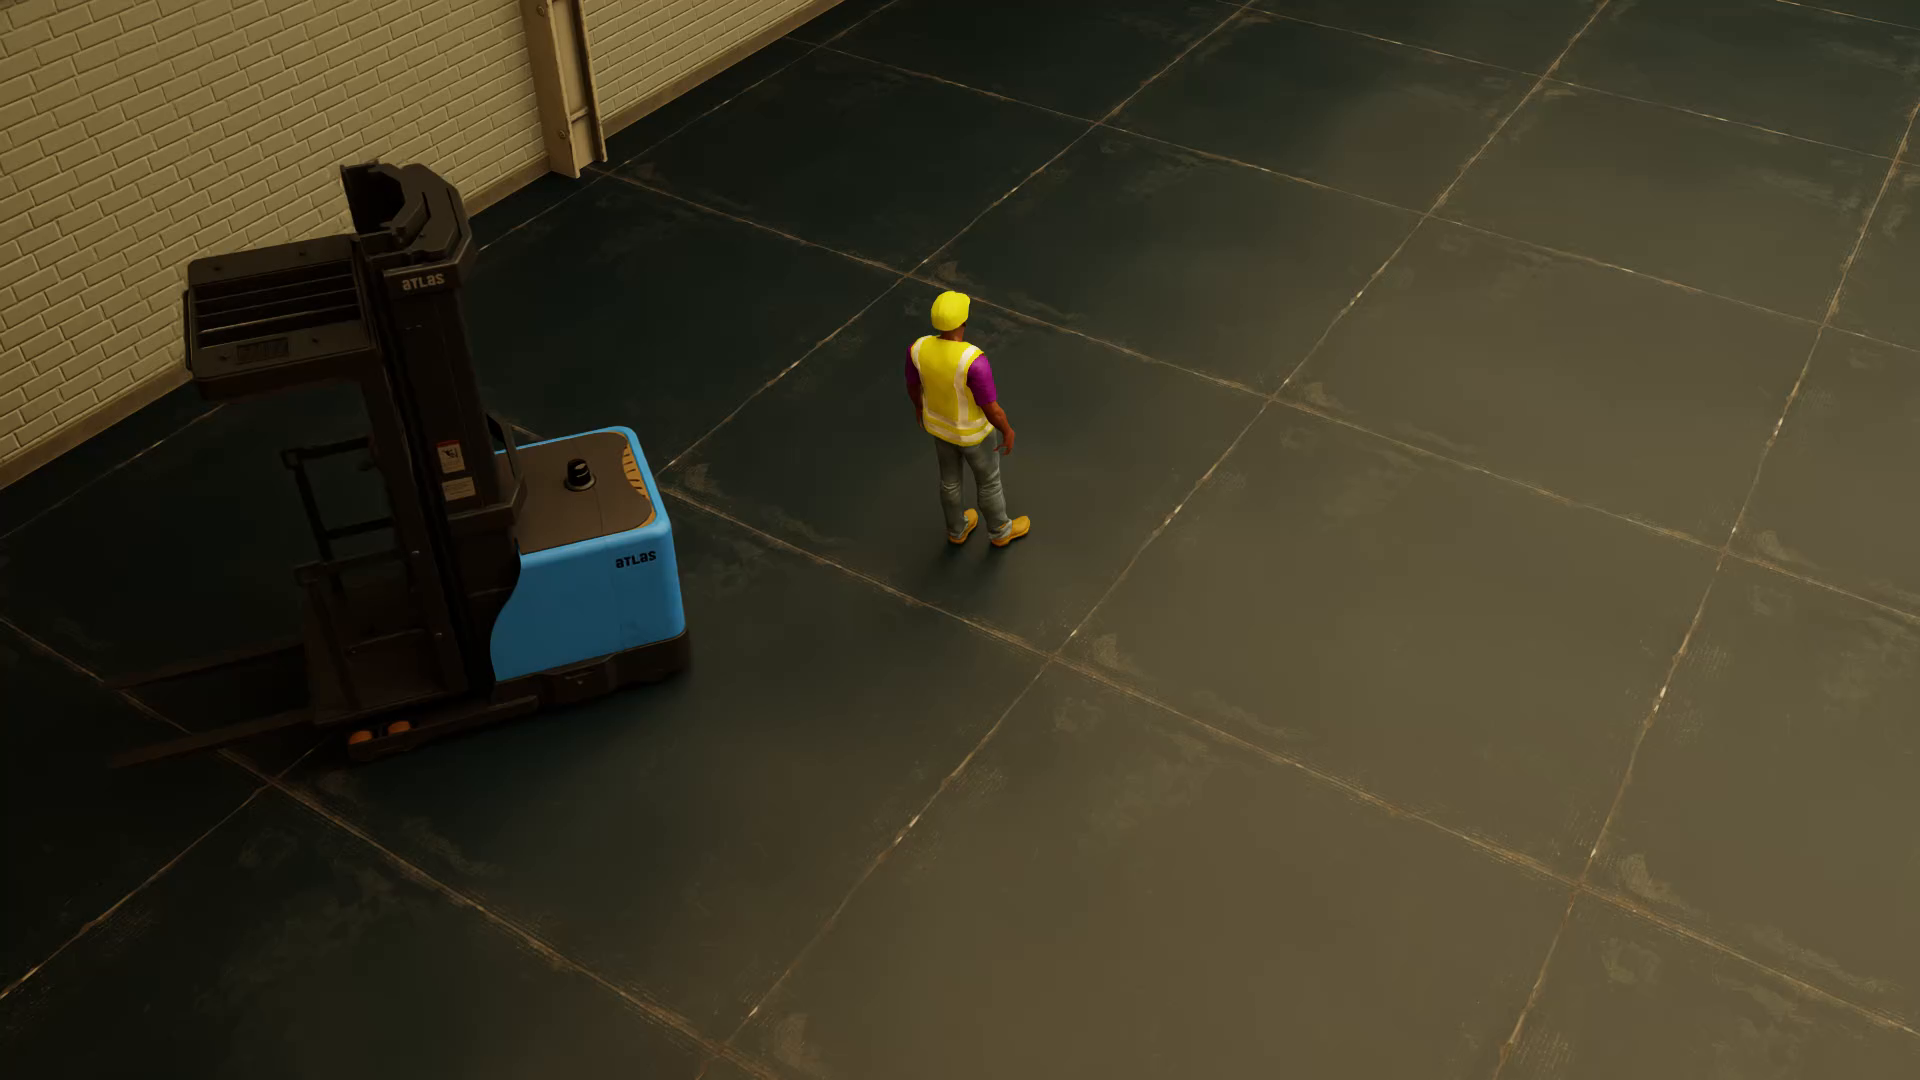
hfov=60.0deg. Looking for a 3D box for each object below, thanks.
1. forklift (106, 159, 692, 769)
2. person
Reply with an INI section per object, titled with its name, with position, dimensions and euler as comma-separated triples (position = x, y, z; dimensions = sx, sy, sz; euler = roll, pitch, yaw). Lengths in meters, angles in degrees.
[forklift]
position = -3.075, -0.329, 8.356
dimensions = 3.031, 2.935, 1.130
euler = -14, 42, -16
[person]
position = 0.043, -0.715, 9.701
dimensions = 0.665, 1.766, 0.576
euler = 22, 45, 24
